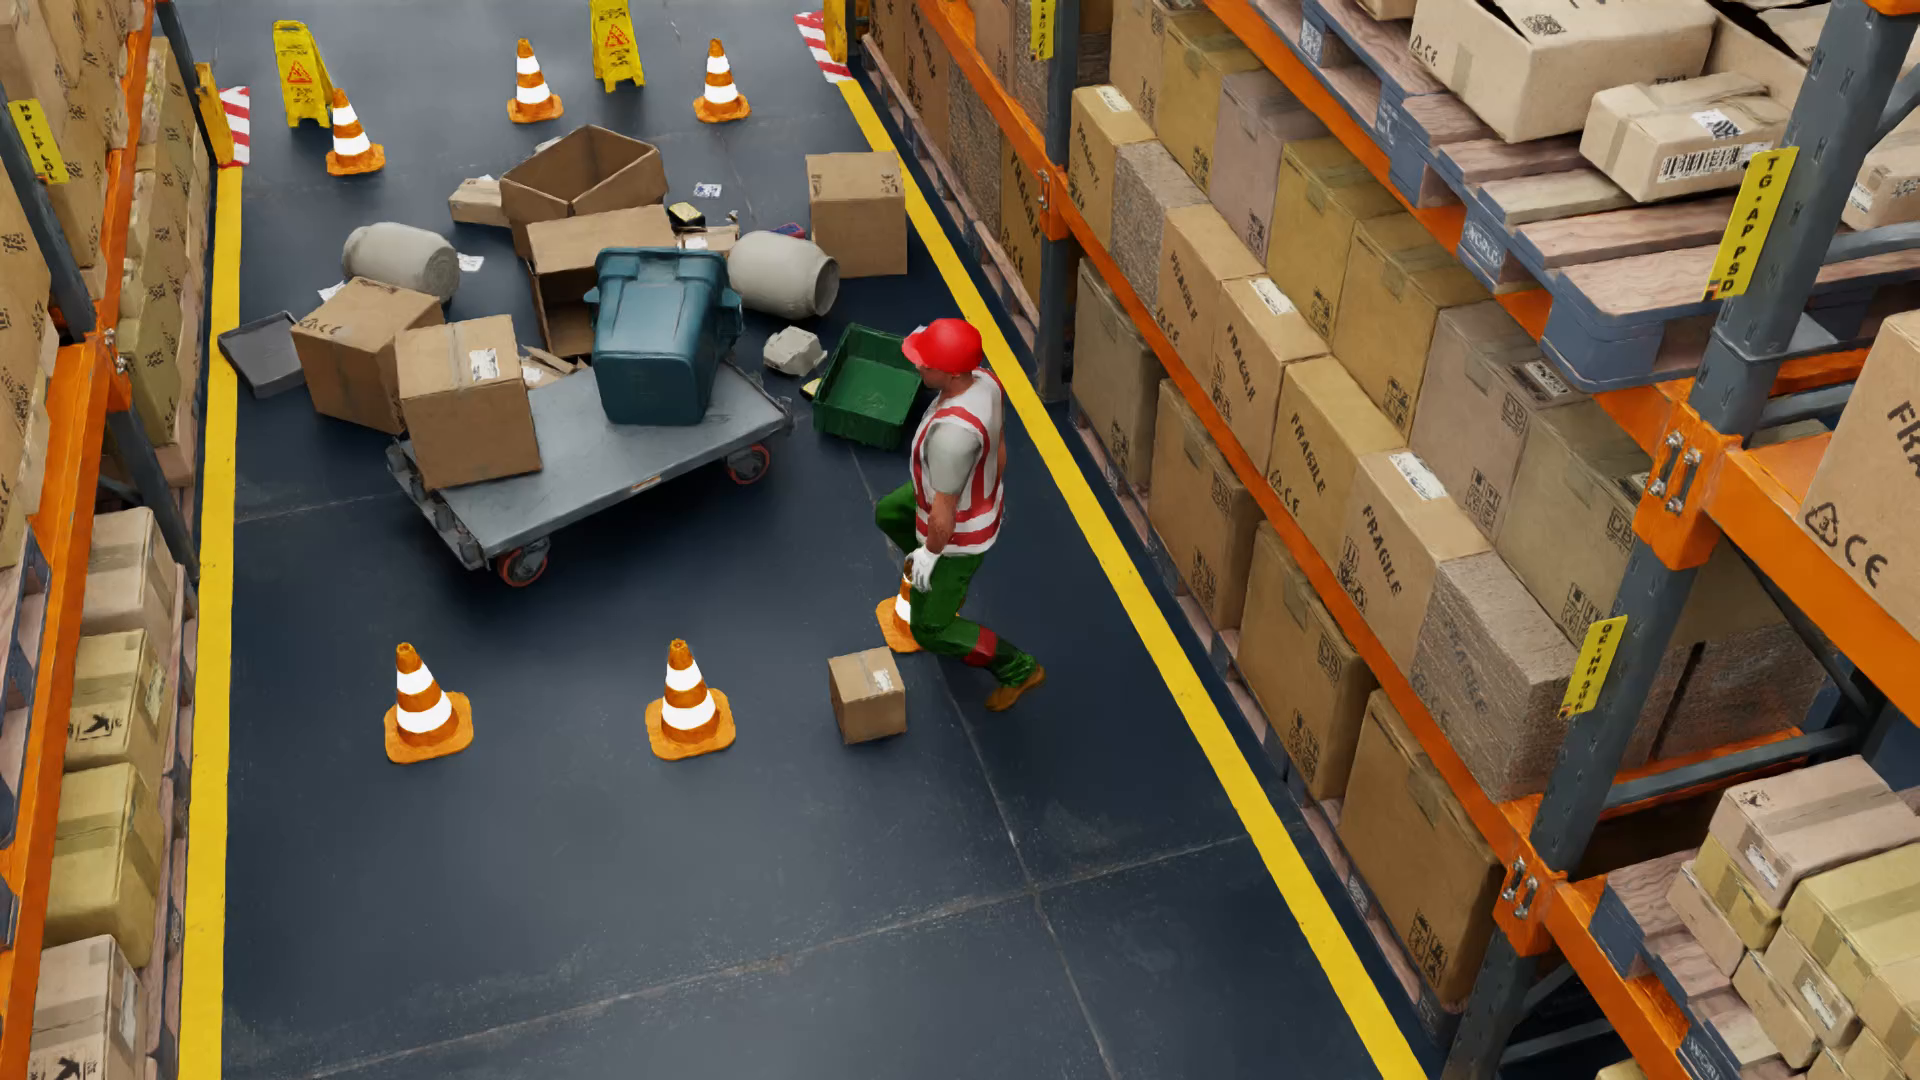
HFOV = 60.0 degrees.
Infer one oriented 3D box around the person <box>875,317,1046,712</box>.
[{"bbox_3d":[-0.003,-0.110,6.200,0.744,1.717,0.655,7,42,8],"label":"person"}]
